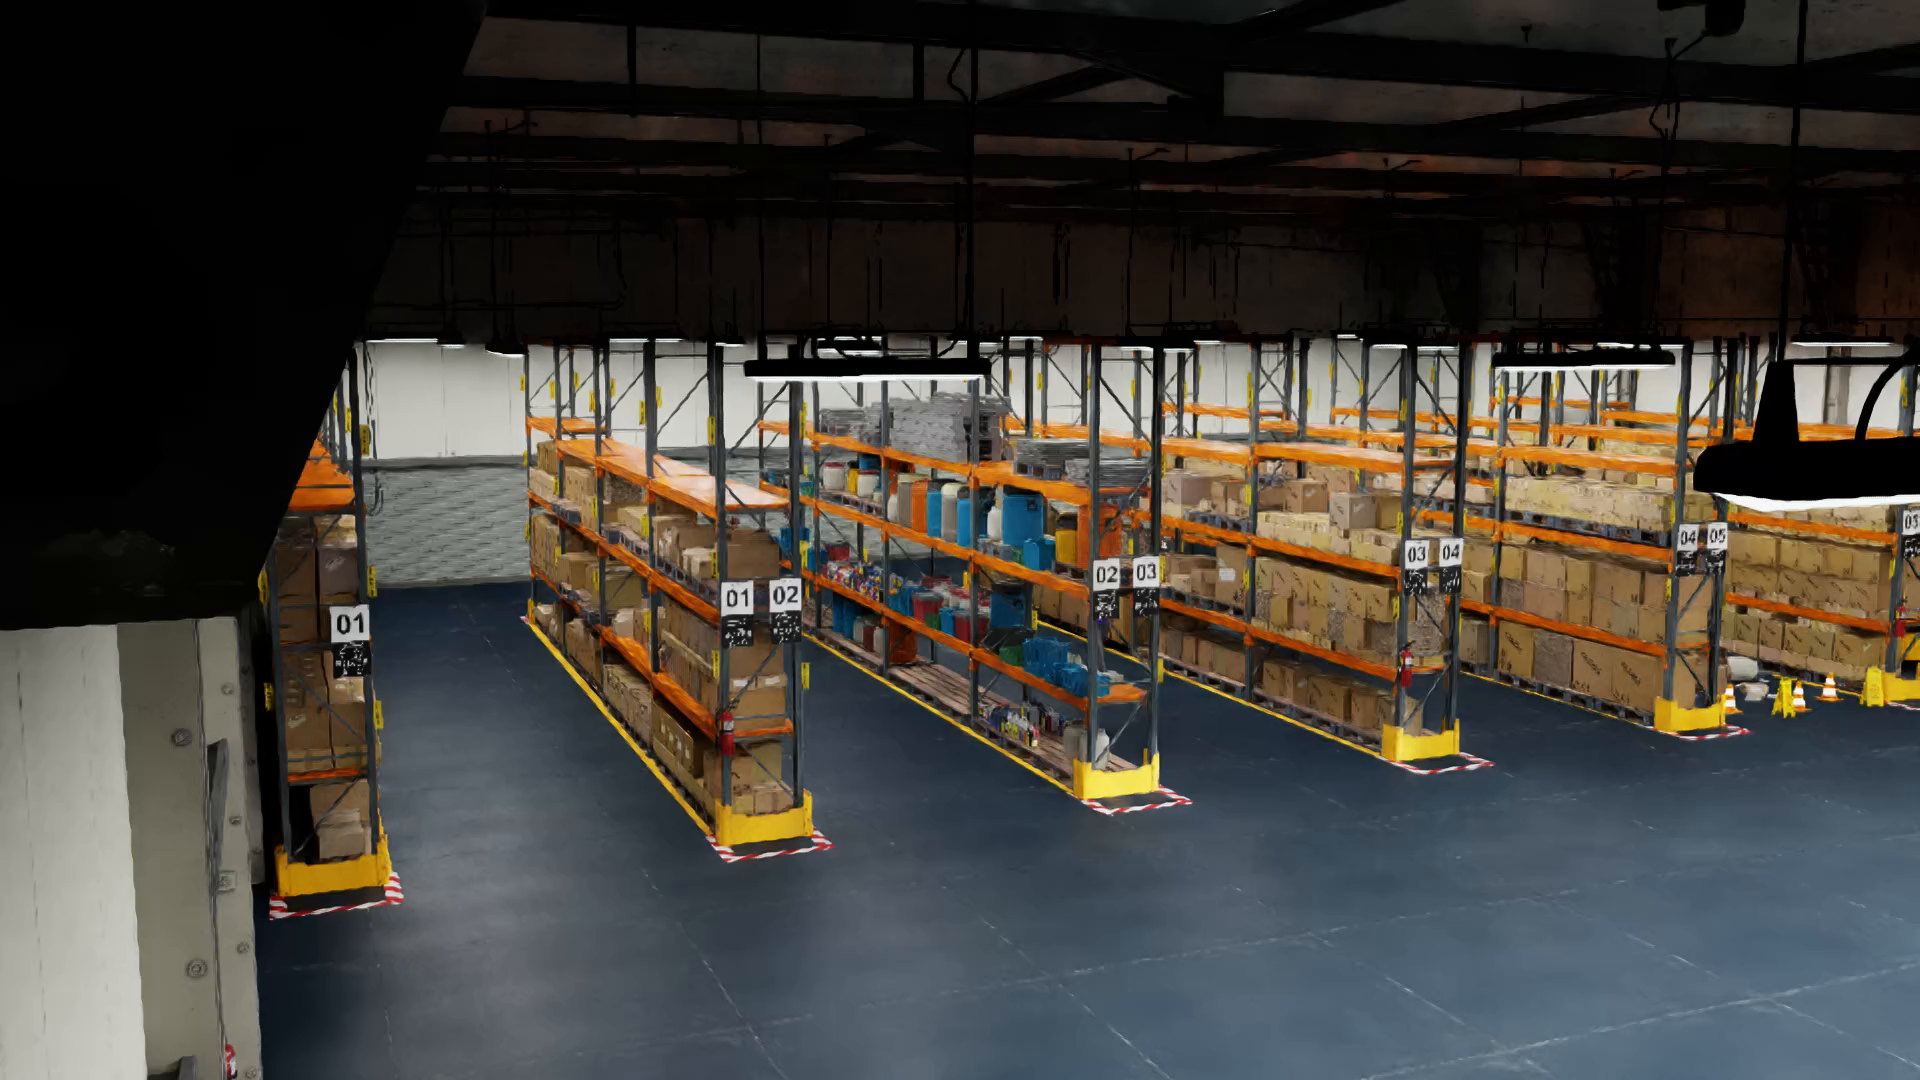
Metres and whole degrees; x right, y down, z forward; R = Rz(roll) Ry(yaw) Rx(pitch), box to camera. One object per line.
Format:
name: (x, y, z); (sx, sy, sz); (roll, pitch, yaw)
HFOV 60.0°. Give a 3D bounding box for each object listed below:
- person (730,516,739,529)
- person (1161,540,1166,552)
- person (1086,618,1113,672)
person: (-5.544, 0.225, 40.035); (0.471, 1.588, 0.583); (3, 8, 23)
person: (4.134, 0.851, 34.844); (0.702, 1.735, 0.549); (-3, 8, -24)
person: (2.537, 1.587, 29.742); (0.445, 1.574, 1.091); (-4, 8, -25)
